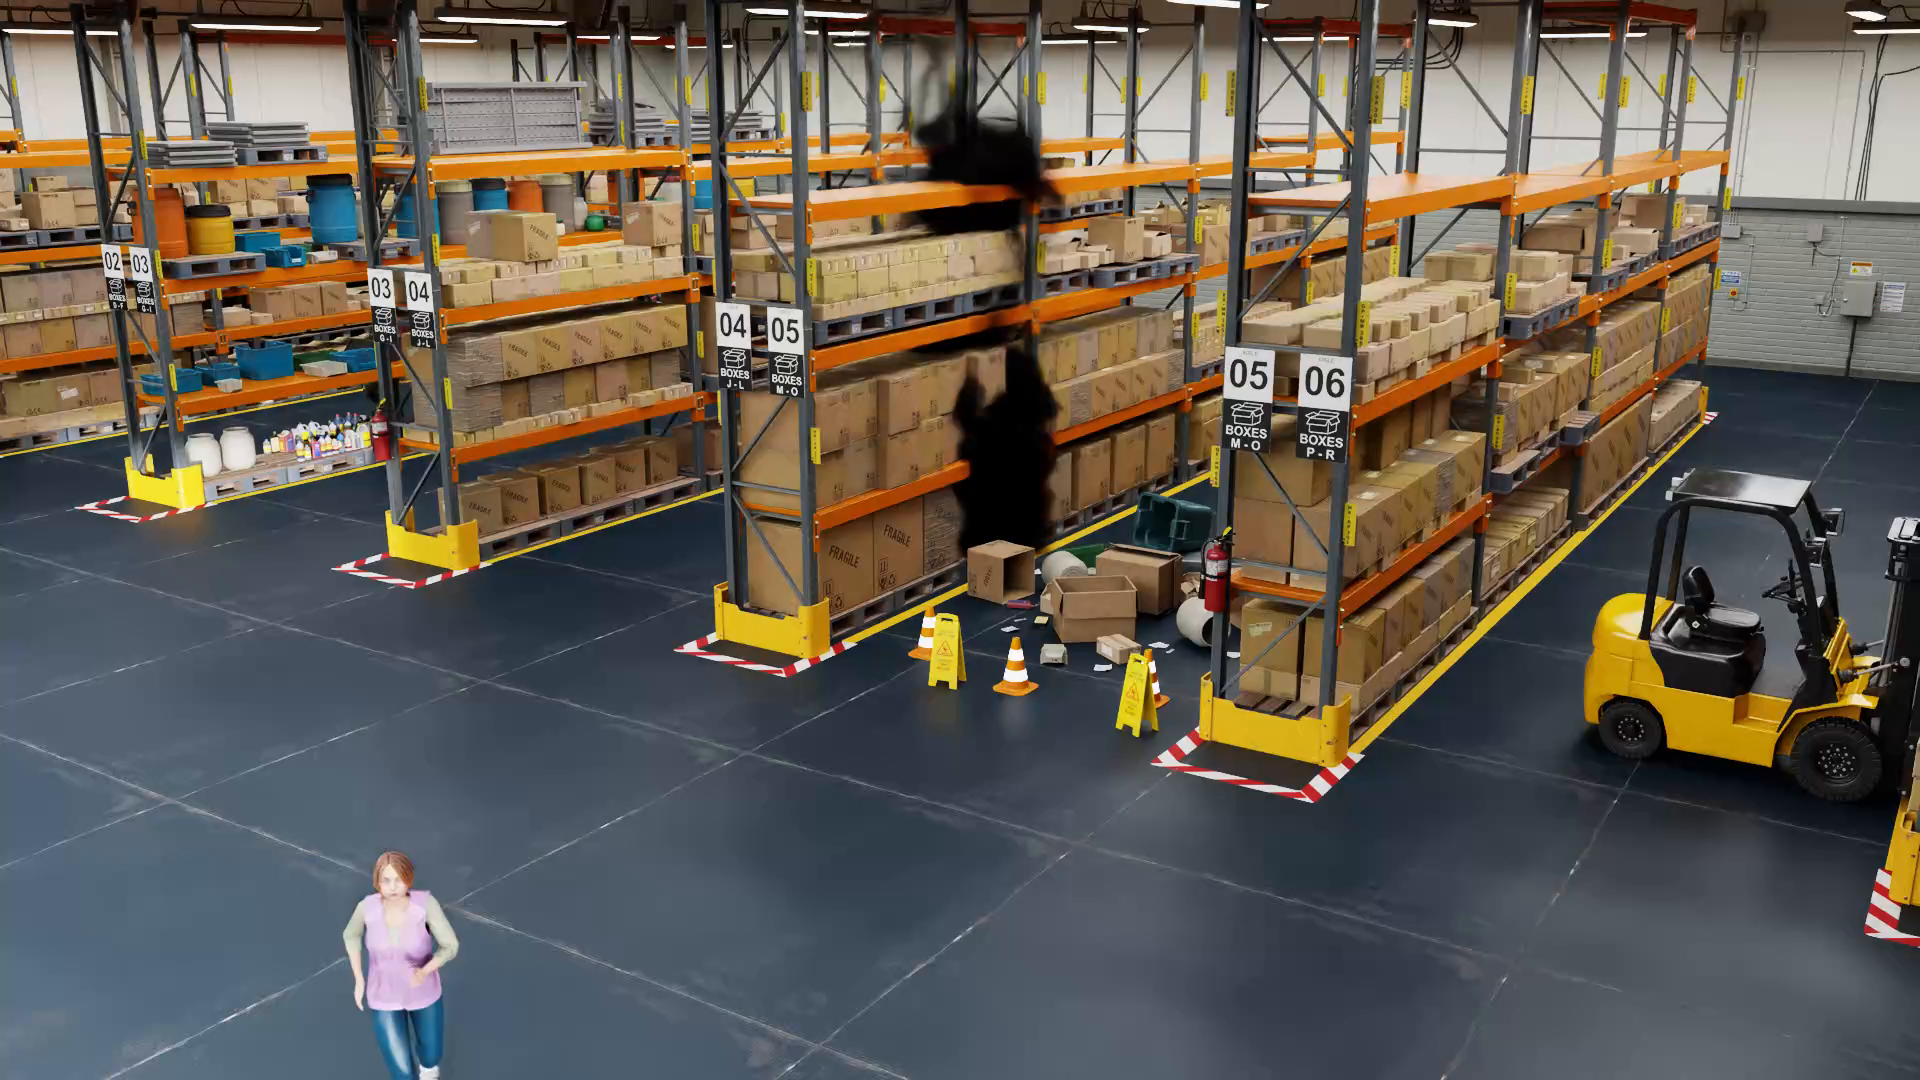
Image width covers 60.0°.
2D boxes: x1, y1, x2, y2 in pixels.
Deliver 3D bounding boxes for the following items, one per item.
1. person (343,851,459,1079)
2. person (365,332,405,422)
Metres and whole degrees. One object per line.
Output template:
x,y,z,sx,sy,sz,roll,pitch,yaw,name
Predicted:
-2.730,2.237,8.193,0.538,1.575,0.804,-5,16,-17,person
-8.771,-2.566,25.246,0.692,1.694,0.646,7,17,23,person
